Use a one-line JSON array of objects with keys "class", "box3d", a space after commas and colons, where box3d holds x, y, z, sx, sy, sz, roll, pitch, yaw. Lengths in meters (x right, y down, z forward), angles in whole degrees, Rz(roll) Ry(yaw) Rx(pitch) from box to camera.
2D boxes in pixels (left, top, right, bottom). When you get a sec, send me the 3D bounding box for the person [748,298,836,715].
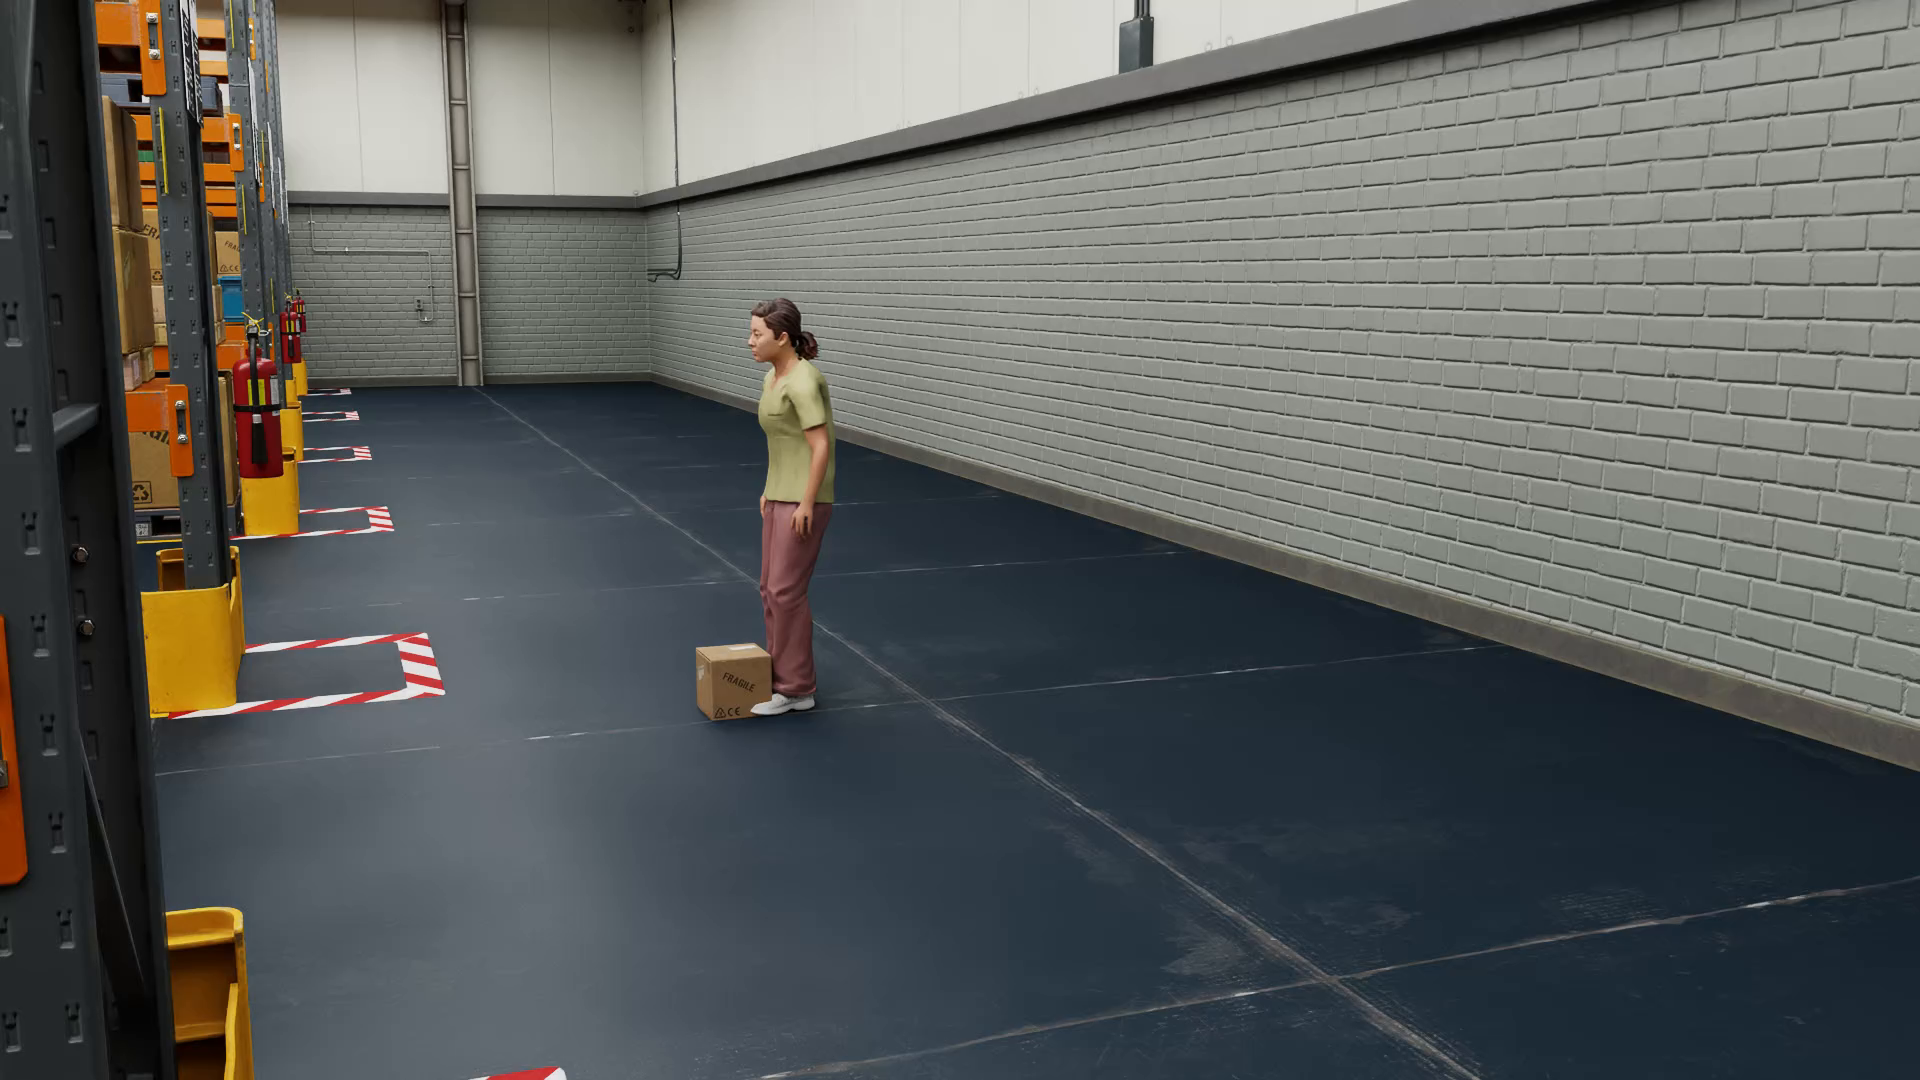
[{"class": "person", "box3d": [-0.718, -0.139, 6.746, 0.407, 1.673, 0.517, -4, 10, -23]}]
